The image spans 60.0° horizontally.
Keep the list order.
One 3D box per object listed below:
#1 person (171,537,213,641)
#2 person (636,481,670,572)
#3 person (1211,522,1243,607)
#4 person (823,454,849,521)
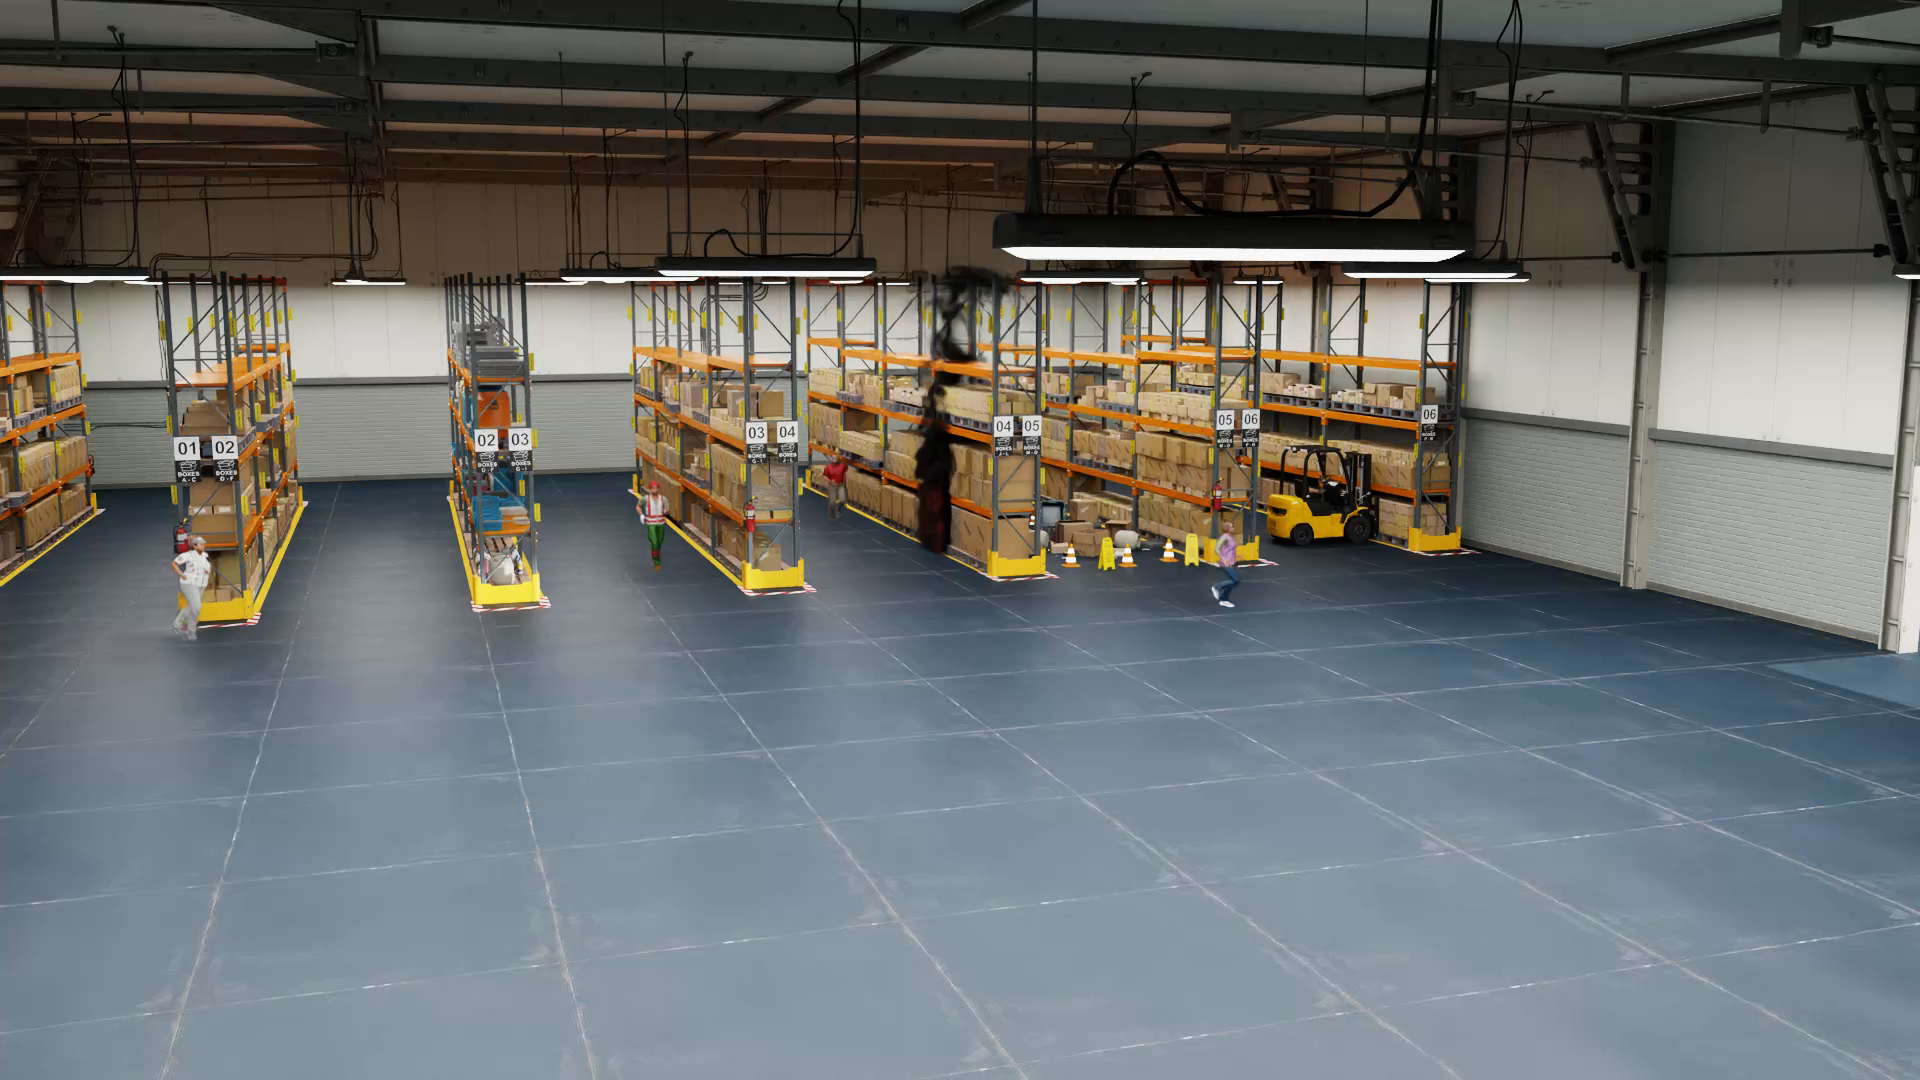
[{"bbox_3d":[-12.728,0.803,27.532,0.663,1.711,0.677,3,9,18],"label":"person"},{"bbox_3d":[-6.243,-0.304,34.064,0.645,1.808,0.848,-5,10,-28],"label":"person"},{"bbox_3d":[4.849,0.440,30.104,0.537,1.555,0.549,4,10,27],"label":"person"},{"bbox_3d":[-3.030,-1.273,40.867,0.687,1.681,0.769,-2,9,-14],"label":"person"}]
